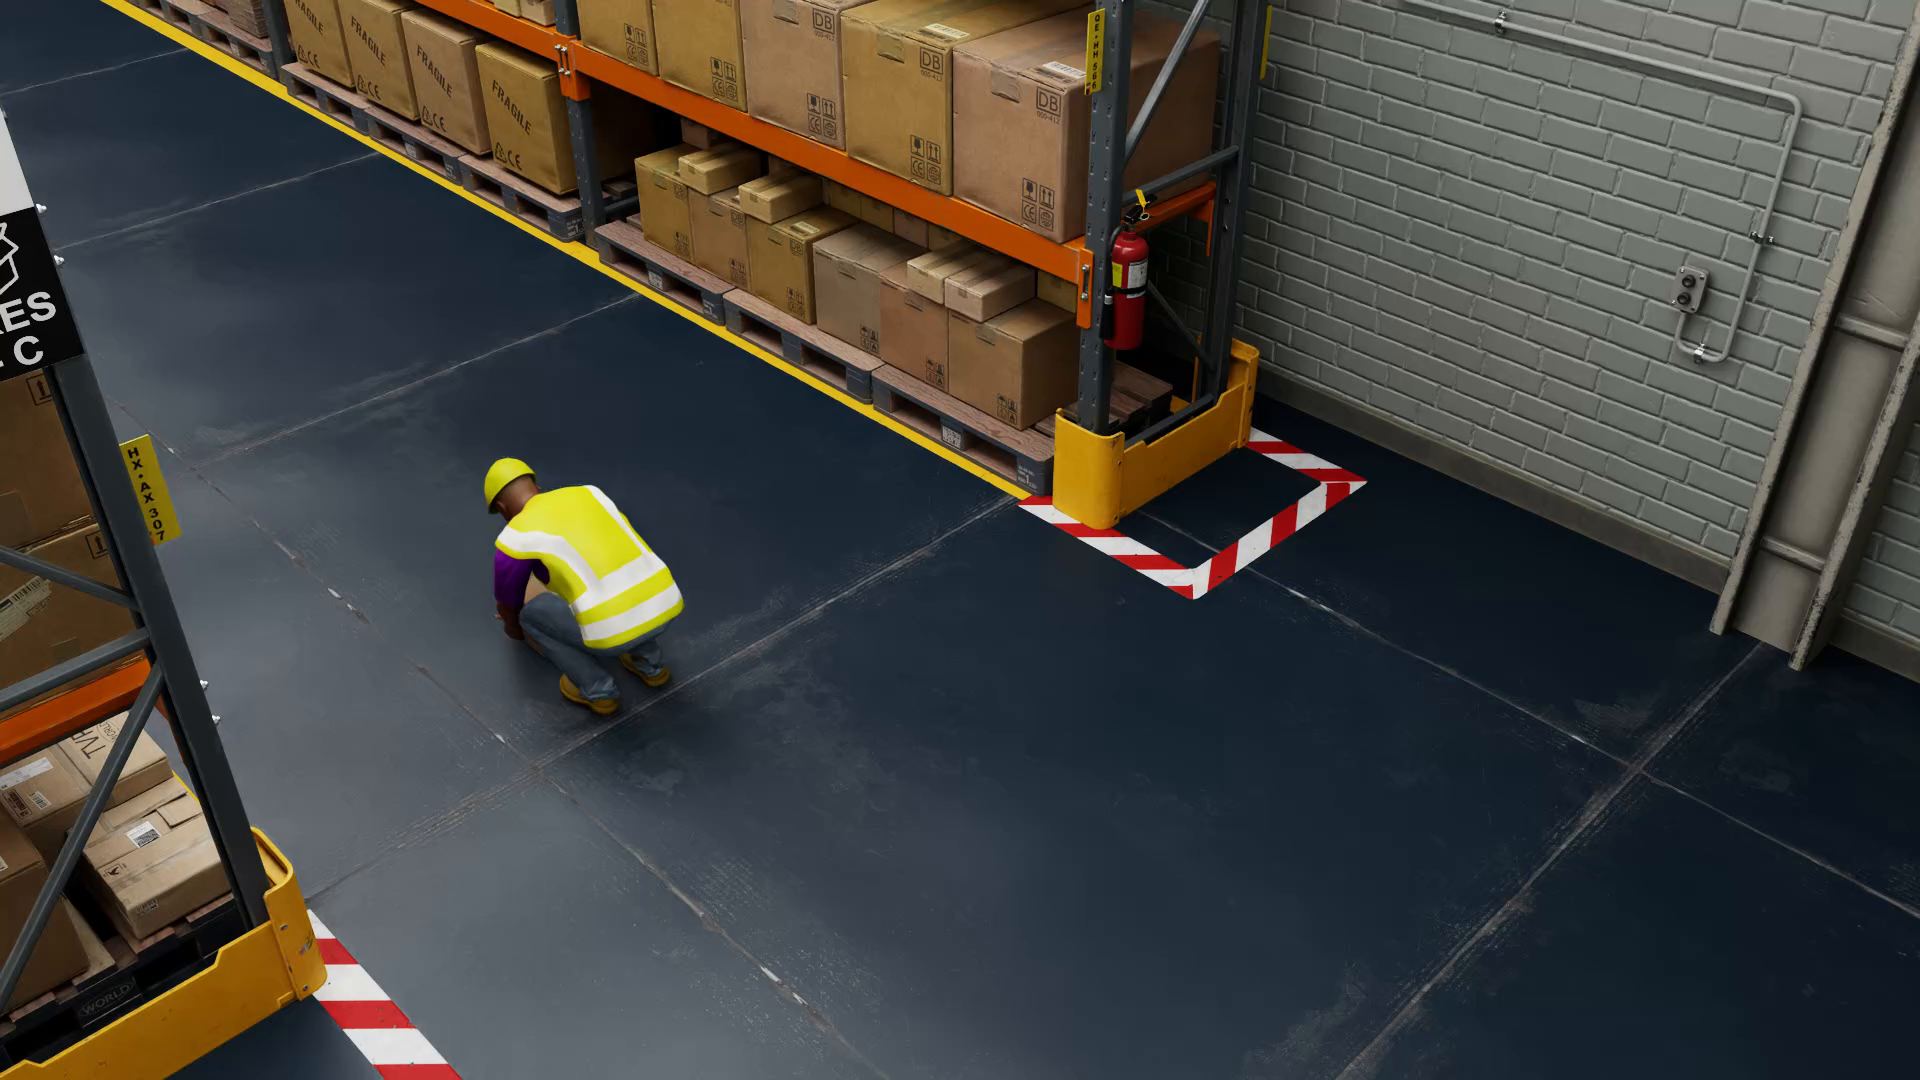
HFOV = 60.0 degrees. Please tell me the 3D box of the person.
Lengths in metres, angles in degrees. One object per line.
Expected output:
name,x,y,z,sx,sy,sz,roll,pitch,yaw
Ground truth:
person,-1.527,0.183,6.620,0.897,0.902,0.565,30,45,35
